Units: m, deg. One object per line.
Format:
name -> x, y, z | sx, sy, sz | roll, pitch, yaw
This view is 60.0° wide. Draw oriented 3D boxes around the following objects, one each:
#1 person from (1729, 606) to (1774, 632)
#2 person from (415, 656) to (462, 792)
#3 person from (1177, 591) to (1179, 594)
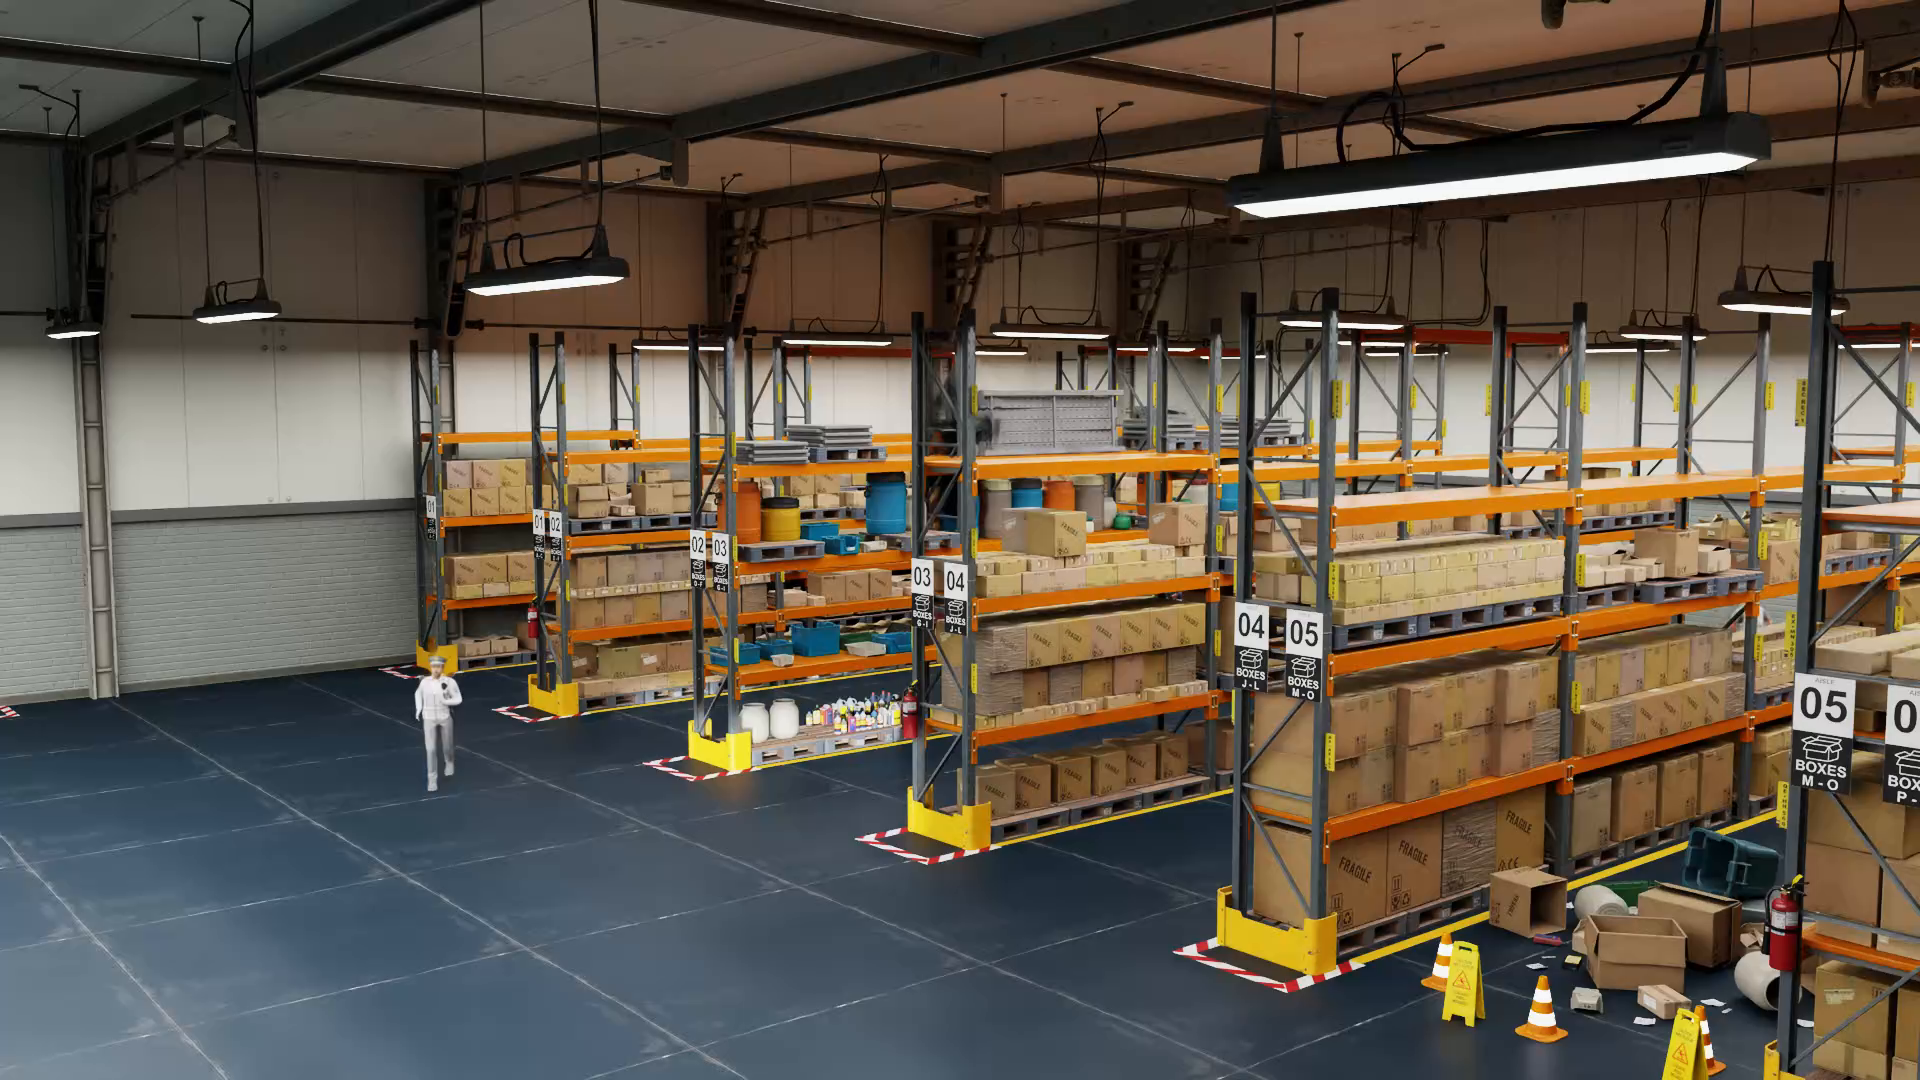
person -> 13.355, 1.709, 28.062 | 0.764, 1.743, 0.775 | 1, 5, 7
person -> -6.731, 2.317, 21.455 | 0.613, 1.678, 0.941 | -1, 5, -10
person -> 4.475, 1.268, 32.920 | 0.805, 1.715, 0.592 | -5, 7, -42
